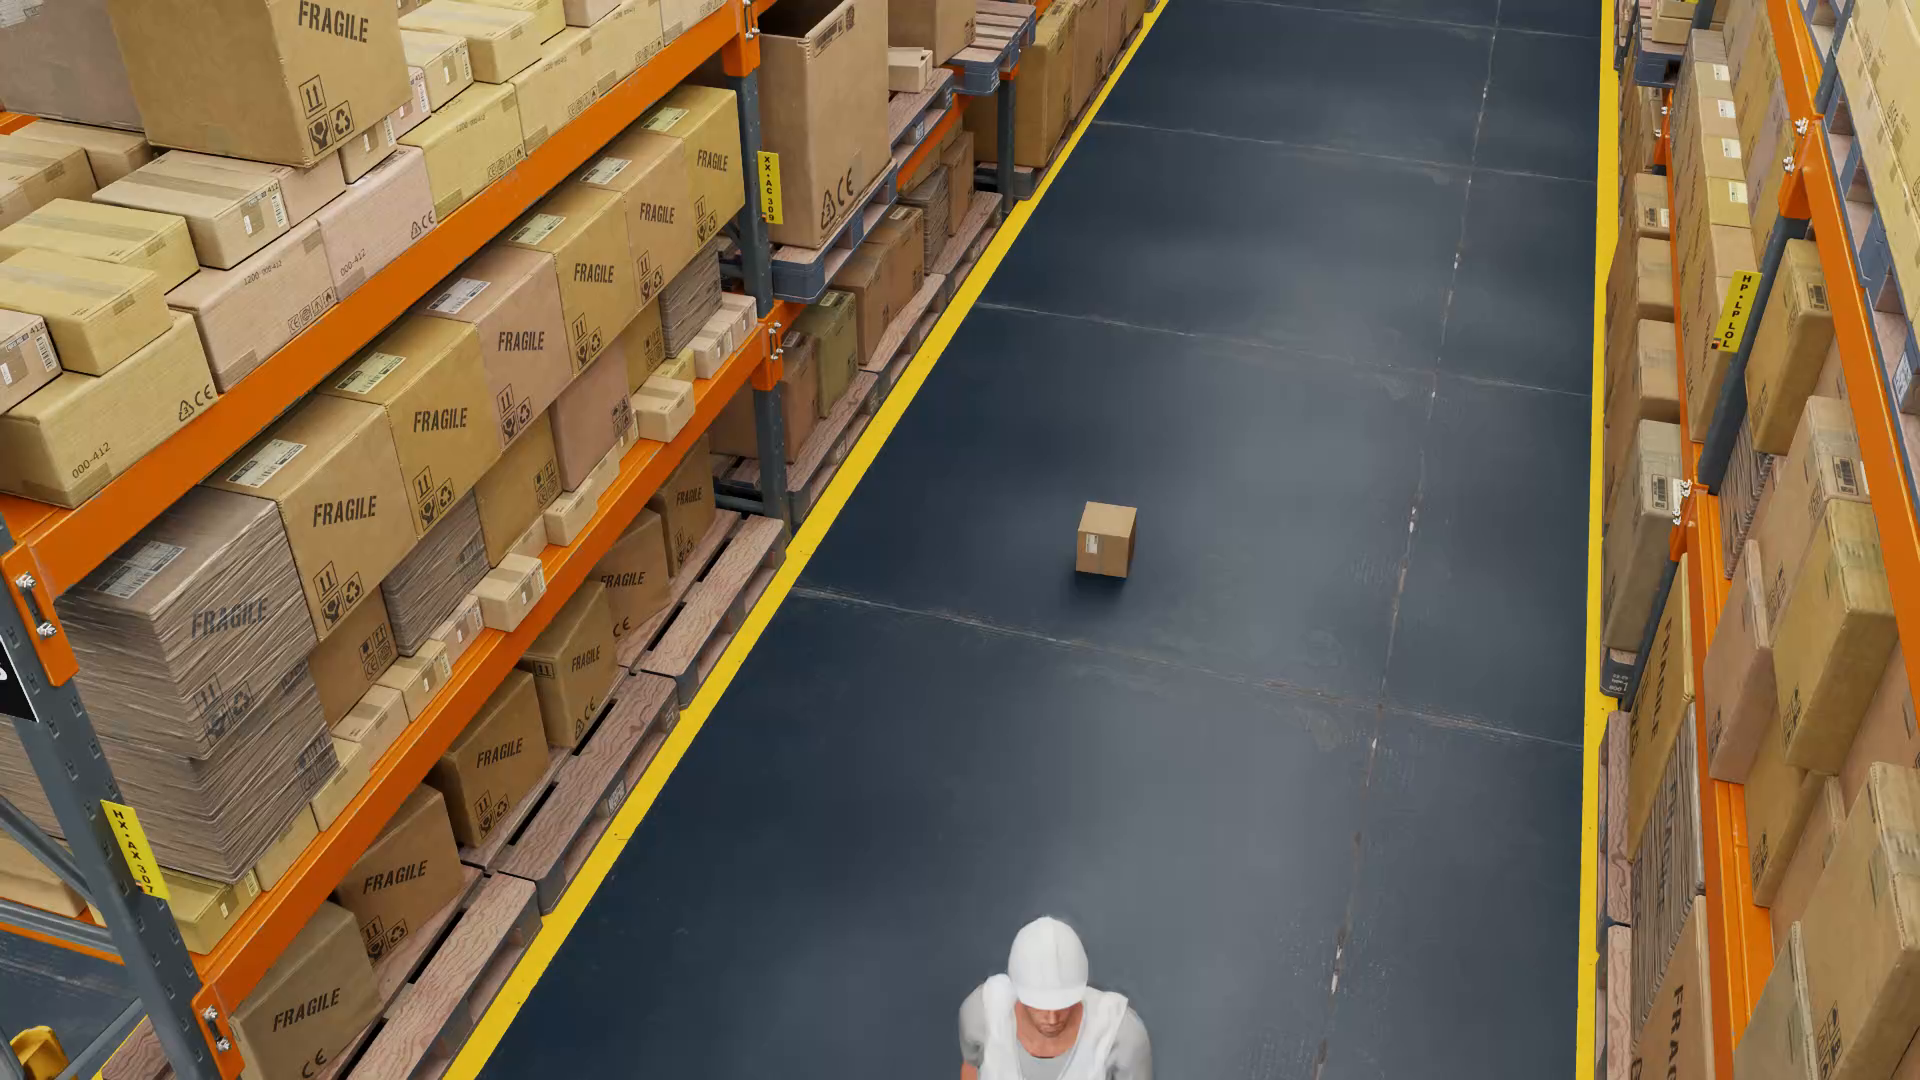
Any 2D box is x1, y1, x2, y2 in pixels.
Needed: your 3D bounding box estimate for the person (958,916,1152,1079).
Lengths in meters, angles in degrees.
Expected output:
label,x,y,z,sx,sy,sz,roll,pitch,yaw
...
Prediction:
label,x,y,z,sx,sy,sz,roll,pitch,yaw
person,0.244,1.674,4.620,0.555,1.767,0.912,6,37,8
